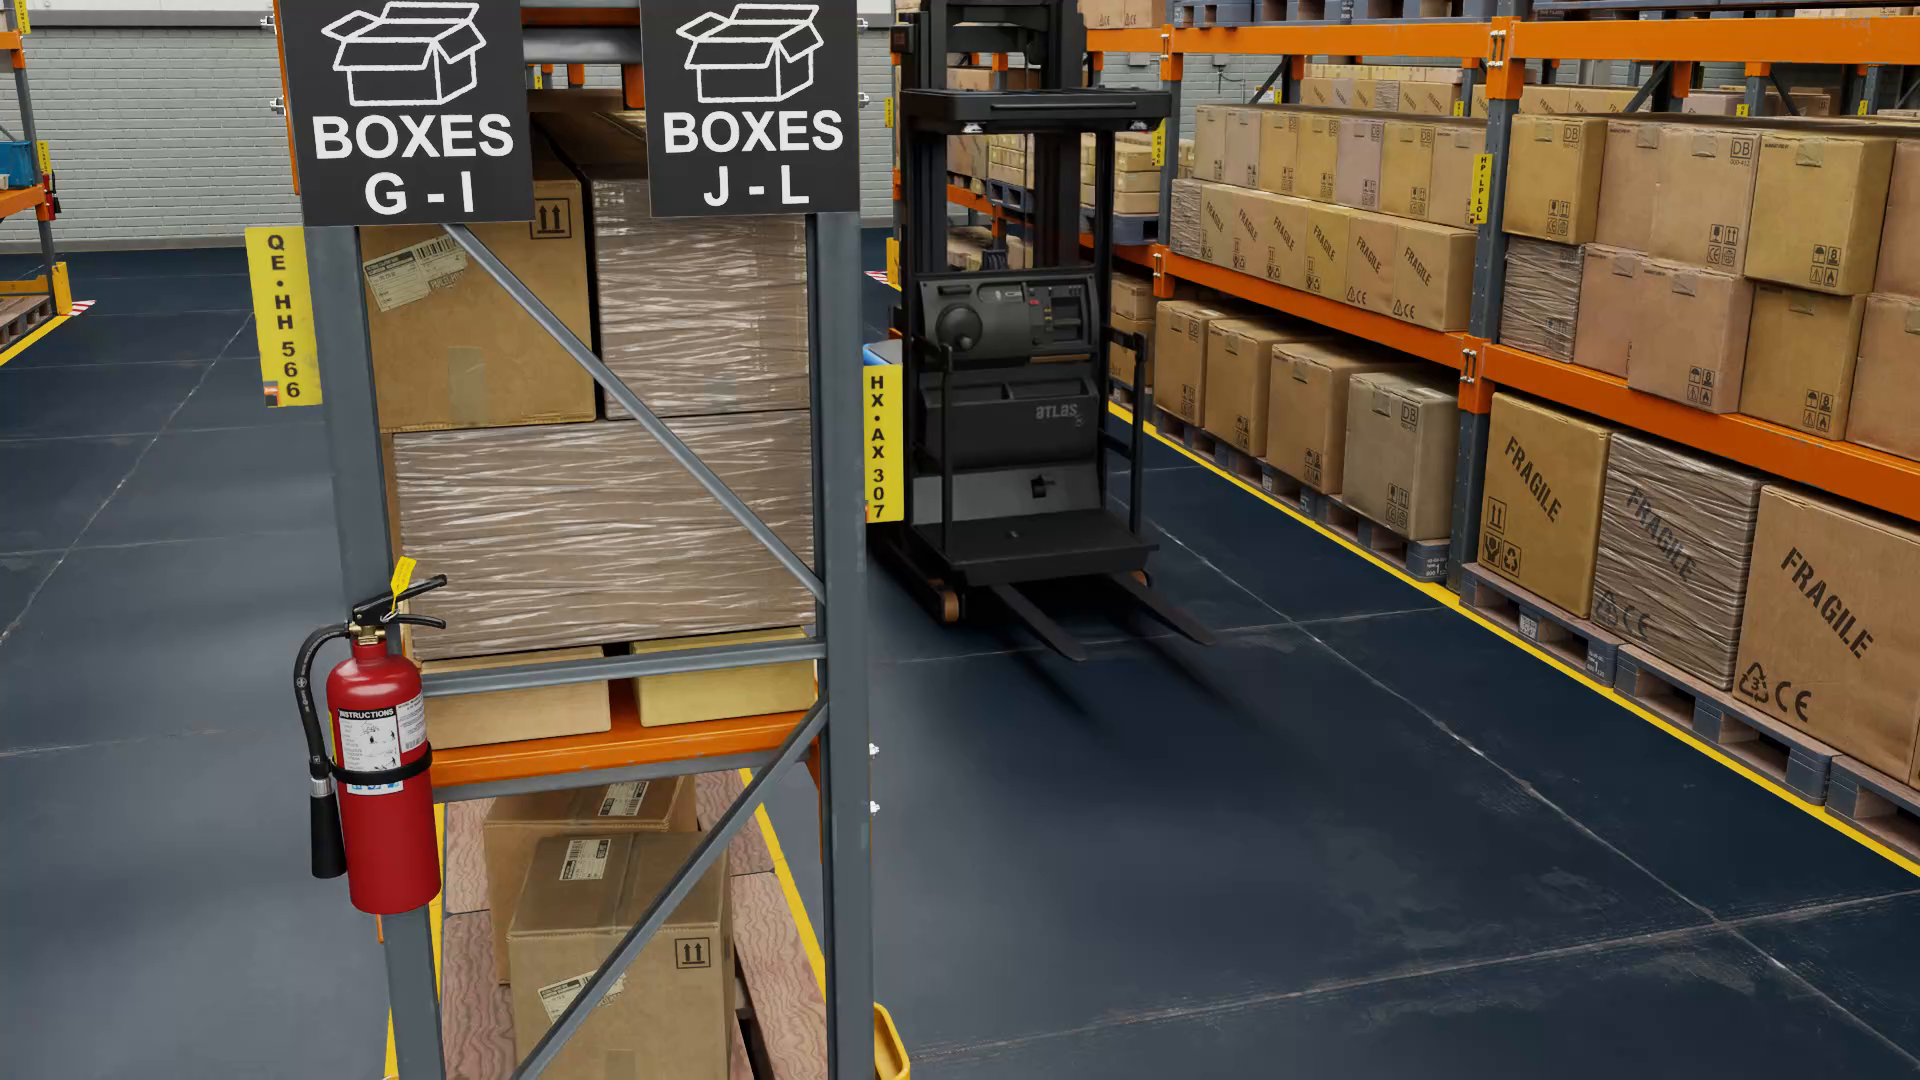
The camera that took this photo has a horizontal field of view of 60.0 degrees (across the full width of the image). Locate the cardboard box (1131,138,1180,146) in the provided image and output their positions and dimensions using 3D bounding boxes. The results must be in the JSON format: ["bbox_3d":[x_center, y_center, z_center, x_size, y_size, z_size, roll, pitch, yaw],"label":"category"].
[{"bbox_3d":[1.608,-3.185,13.515,0.380,0.149,0.250,-4,17,-14],"label":"cardboard box"}]

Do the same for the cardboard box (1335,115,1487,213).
[{"bbox_3d":[2.587,-2.152,9.491,0.700,0.500,0.500,-5,17,-15],"label":"cardboard box"}]

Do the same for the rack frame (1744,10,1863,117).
[{"bbox_3d":[6.643,-2.732,13.335,1.000,3.000,0.127,-5,17,-15],"label":"rack frame"}]

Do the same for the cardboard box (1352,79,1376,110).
[{"bbox_3d":[4.738,-4.895,18.621,0.500,0.500,0.500,-5,17,-15],"label":"cardboard box"}]

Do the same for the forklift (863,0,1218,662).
[{"bbox_3d":[0.322,-1.126,8.107,1.130,2.935,3.031,-5,18,-18],"label":"forklift"}]

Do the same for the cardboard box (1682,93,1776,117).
[{"bbox_3d":[6.250,-3.382,13.584,0.500,0.500,0.500,-5,17,-17],"label":"cardboard box"}]

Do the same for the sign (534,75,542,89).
[{"bbox_3d":[-4.558,-4.869,18.022,0.100,0.325,0.005,-5,17,-15],"label":"sign"}]

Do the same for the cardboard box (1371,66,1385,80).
[{"bbox_3d":[4.781,-5.162,18.382,0.380,0.149,0.250,-5,17,-15],"label":"cardboard box"}]

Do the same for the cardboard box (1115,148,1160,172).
[{"bbox_3d":[1.336,-2.778,12.160,0.380,0.149,0.250,-5,18,-17],"label":"cardboard box"}]

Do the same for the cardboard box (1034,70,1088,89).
[{"bbox_3d":[0.923,-4.233,15.901,0.500,0.500,0.500,-4,17,-14],"label":"cardboard box"}]

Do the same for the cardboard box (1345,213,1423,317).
[{"bbox_3d":[2.472,-1.518,9.116,0.500,0.500,0.500,-5,17,-16],"label":"cardboard box"}]

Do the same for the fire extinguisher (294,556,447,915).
[{"bbox_3d":[-1.098,0.369,3.144,0.296,0.674,0.183,-5,17,-15],"label":"fire extinguisher"}]

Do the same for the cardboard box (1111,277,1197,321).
[{"bbox_3d":[1.472,-1.845,12.691,0.500,0.250,0.500,-5,17,-17],"label":"cardboard box"}]

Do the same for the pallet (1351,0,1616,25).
[{"bbox_3d":[2.712,-2.801,8.683,0.805,0.209,1.217,-5,18,-17],"label":"pallet"}]

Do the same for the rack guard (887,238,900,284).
[{"bbox_3d":[-0.266,-3.308,19.595,1.175,0.500,0.348,-5,17,-15],"label":"rack guard"}]

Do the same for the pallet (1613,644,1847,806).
[{"bbox_3d":[3.484,0.683,6.810,1.003,0.211,1.213,-5,17,-15],"label":"pallet"}]

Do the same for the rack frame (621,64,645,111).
[{"bbox_3d":[-1.786,-0.843,7.043,1.000,3.000,0.127,-5,17,-15],"label":"rack frame"}]

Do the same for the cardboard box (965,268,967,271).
[{"bbox_3d":[0.269,-2.683,16.880,0.380,0.149,0.250,-5,17,-15],"label":"cardboard box"}]

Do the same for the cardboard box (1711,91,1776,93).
[{"bbox_3d":[6.597,-3.551,14.149,0.500,0.500,0.500,-5,17,-15],"label":"cardboard box"}]

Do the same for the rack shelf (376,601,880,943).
[{"bbox_3d":[-1.236,0.055,5.305,1.077,0.370,4.000,-5,17,-15],"label":"rack shelf"}]

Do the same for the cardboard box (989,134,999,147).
[{"bbox_3d":[0.478,-3.640,15.028,0.380,0.149,0.250,-4,17,-12],"label":"cardboard box"}]

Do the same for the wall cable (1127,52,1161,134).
[{"bbox_3d":[2.873,-7.005,25.737,0.585,1.953,0.123,-5,17,-15],"label":"wall cable"}]

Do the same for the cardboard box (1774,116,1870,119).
[{"bbox_3d":[6.544,-2.981,12.742,0.500,0.500,0.500,-5,17,-17],"label":"cardboard box"}]

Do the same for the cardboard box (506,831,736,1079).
[{"bbox_3d":[-0.842,1.086,4.238,0.500,0.500,0.500,-1,17,-5],"label":"cardboard box"}]

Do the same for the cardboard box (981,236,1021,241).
[{"bbox_3d":[0.447,-3.238,18.209,0.380,0.149,0.250,-4,17,-13],"label":"cardboard box"}]

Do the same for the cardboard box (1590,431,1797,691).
[{"bbox_3d":[3.368,0.038,7.074,0.875,0.875,0.875,-5,17,-15],"label":"cardboard box"}]

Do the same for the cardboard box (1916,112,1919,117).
[{"bbox_3d":[10.376,-4.187,17.272,0.700,0.500,0.500,-5,17,-15],"label":"cardboard box"}]

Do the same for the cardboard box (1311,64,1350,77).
[{"bbox_3d":[4.417,-5.596,19.827,0.380,0.149,0.250,-4,17,-14],"label":"cardboard box"}]

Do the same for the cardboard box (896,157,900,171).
[{"bbox_3d":[-0.513,-4.290,18.957,0.380,0.149,0.250,-5,17,-16],"label":"cardboard box"}]

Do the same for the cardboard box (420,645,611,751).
[{"bbox_3d":[-0.963,0.322,3.604,0.380,0.149,0.250,-5,17,-15],"label":"cardboard box"}]

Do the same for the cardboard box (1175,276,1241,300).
[{"bbox_3d":[1.955,-1.886,12.829,0.500,0.250,0.500,-6,18,-18],"label":"cardboard box"}]

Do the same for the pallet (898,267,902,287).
[{"bbox_3d":[-0.077,-2.942,18.879,1.003,0.211,1.213,-5,17,-15],"label":"pallet"}]

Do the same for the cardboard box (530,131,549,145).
[{"bbox_3d":[-1.483,-0.953,4.982,0.500,0.500,0.500,-5,17,-15],"label":"cardboard box"}]

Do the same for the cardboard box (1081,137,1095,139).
[{"bbox_3d":[0.912,-3.208,13.591,0.380,0.149,0.250,-4,17,-14],"label":"cardboard box"}]

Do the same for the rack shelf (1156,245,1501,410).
[{"bbox_3d":[2.461,-1.415,10.200,1.077,0.370,4.000,-5,17,-15],"label":"rack shelf"}]

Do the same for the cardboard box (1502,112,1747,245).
[{"bbox_3d":[3.079,-1.691,7.730,0.875,0.550,0.550,-5,17,-15],"label":"cardboard box"}]

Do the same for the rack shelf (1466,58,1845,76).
[{"bbox_3d":[6.094,-4.378,14.848,1.077,0.370,4.000,-5,17,-15],"label":"rack shelf"}]

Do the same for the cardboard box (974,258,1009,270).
[{"bbox_3d":[0.356,-2.686,16.370,0.380,0.149,0.250,-4,17,-15],"label":"cardboard box"}]

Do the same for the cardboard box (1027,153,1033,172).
[{"bbox_3d":[0.771,-3.208,14.108,0.380,0.149,0.250,-4,17,-13],"label":"cardboard box"}]

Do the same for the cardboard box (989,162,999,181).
[{"bbox_3d":[0.478,-3.355,15.114,0.380,0.149,0.250,-6,18,-18],"label":"cardboard box"}]

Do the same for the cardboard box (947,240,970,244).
[{"bbox_3d":[-0.089,-3.112,17.791,0.380,0.149,0.250,-4,17,-14],"label":"cardboard box"}]

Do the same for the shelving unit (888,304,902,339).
[{"bbox_3d":[-0.237,-0.782,9.968,0.258,1.200,0.503,-5,18,-18],"label":"shelving unit"}]

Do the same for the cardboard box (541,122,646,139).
[{"bbox_3d":[-1.122,-1.132,5.579,0.500,0.500,0.500,-5,17,-15],"label":"cardboard box"}]

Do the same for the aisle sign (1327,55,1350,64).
[{"bbox_3d":[4.723,-6.235,20.475,0.394,0.787,0.004,-5,17,-15],"label":"aisle sign"}]

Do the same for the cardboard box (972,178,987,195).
[{"bbox_3d":[0.333,-3.422,16.068,0.380,0.149,0.250,-5,17,-17],"label":"cardboard box"}]

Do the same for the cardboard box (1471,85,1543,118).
[{"bbox_3d":[5.389,-4.221,16.379,0.500,0.500,0.500,-4,17,-15],"label":"cardboard box"}]

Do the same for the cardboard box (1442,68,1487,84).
[{"bbox_3d":[5.153,-4.736,16.966,0.380,0.149,0.250,-5,17,-16],"label":"cardboard box"}]

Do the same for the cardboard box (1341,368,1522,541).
[{"bbox_3d":[2.754,-0.495,9.066,1.050,0.750,0.750,-5,17,-16],"label":"cardboard box"}]

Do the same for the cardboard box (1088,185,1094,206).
[{"bbox_3d":[1.196,-2.634,12.714,0.380,0.149,0.250,-4,17,-14],"label":"cardboard box"}]

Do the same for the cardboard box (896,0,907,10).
[{"bbox_3d":[-0.413,-5.985,18.342,0.500,0.250,0.500,-4,17,-14],"label":"cardboard box"}]

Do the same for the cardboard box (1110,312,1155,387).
[{"bbox_3d":[1.479,-1.478,12.775,0.500,0.500,0.500,-5,17,-16],"label":"cardboard box"}]

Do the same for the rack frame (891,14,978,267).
[{"bbox_3d":[-0.287,-4.526,19.305,1.000,3.000,0.127,-5,17,-15],"label":"rack frame"}]

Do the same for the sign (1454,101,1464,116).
[{"bbox_3d":[5.011,-4.247,16.735,0.100,0.325,0.005,-5,17,-15],"label":"sign"}]
